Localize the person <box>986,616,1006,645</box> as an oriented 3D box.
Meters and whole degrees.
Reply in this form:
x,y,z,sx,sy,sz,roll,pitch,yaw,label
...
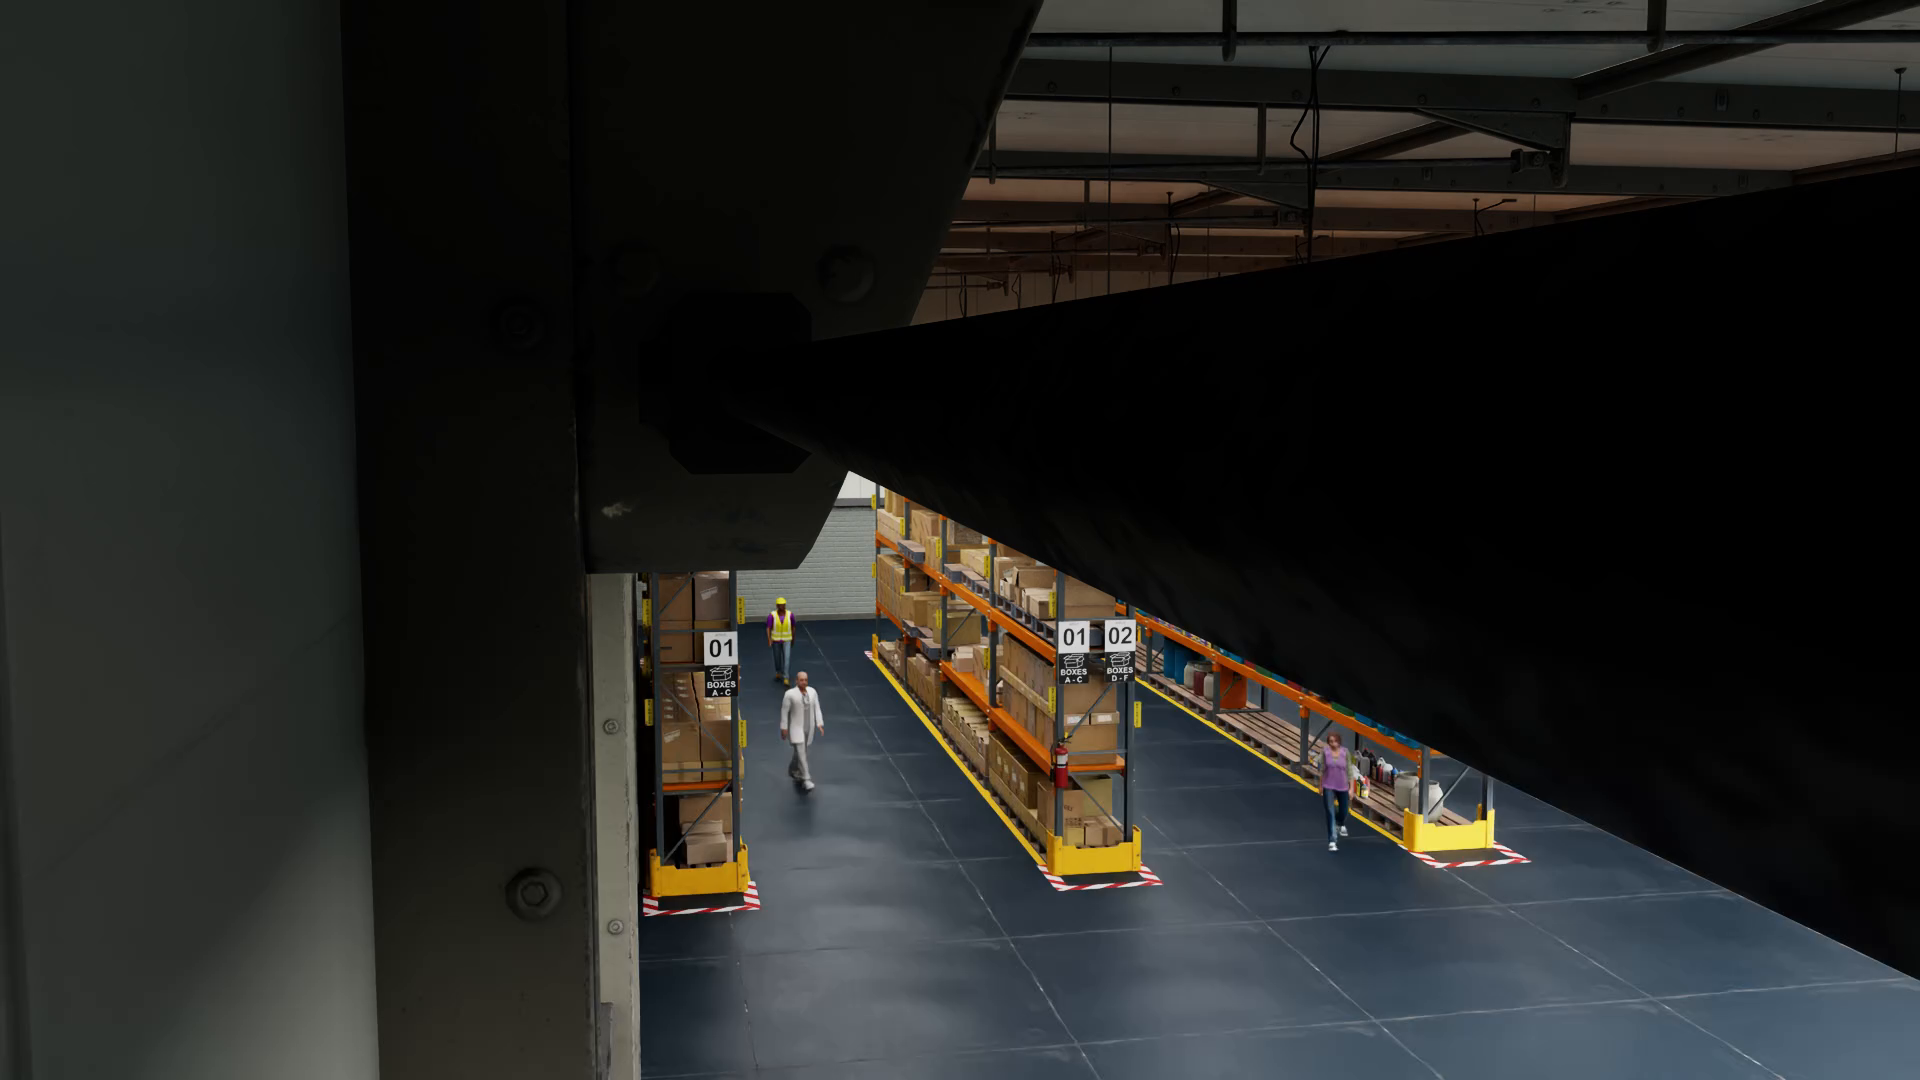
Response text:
x,y,z,sx,sy,sz,roll,pitch,yaw,label
0.793,1.728,36.999,0.447,1.716,0.542,-2,6,-23,person

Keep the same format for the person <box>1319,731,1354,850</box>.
x,y,z,sx,sy,sz,roll,pitch,yaw,label
5.001,3.284,22.104,0.435,1.564,0.823,1,6,9,person

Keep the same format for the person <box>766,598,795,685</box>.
x,y,z,sx,sy,sz,roll,pitch,yaw,label
-3.613,2.018,33.559,0.584,1.705,1.071,-1,6,-7,person

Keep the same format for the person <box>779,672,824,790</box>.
x,y,z,sx,sy,sz,roll,pitch,yaw,label
-2.355,2.859,25.201,0.600,1.729,1.104,-5,8,-40,person
